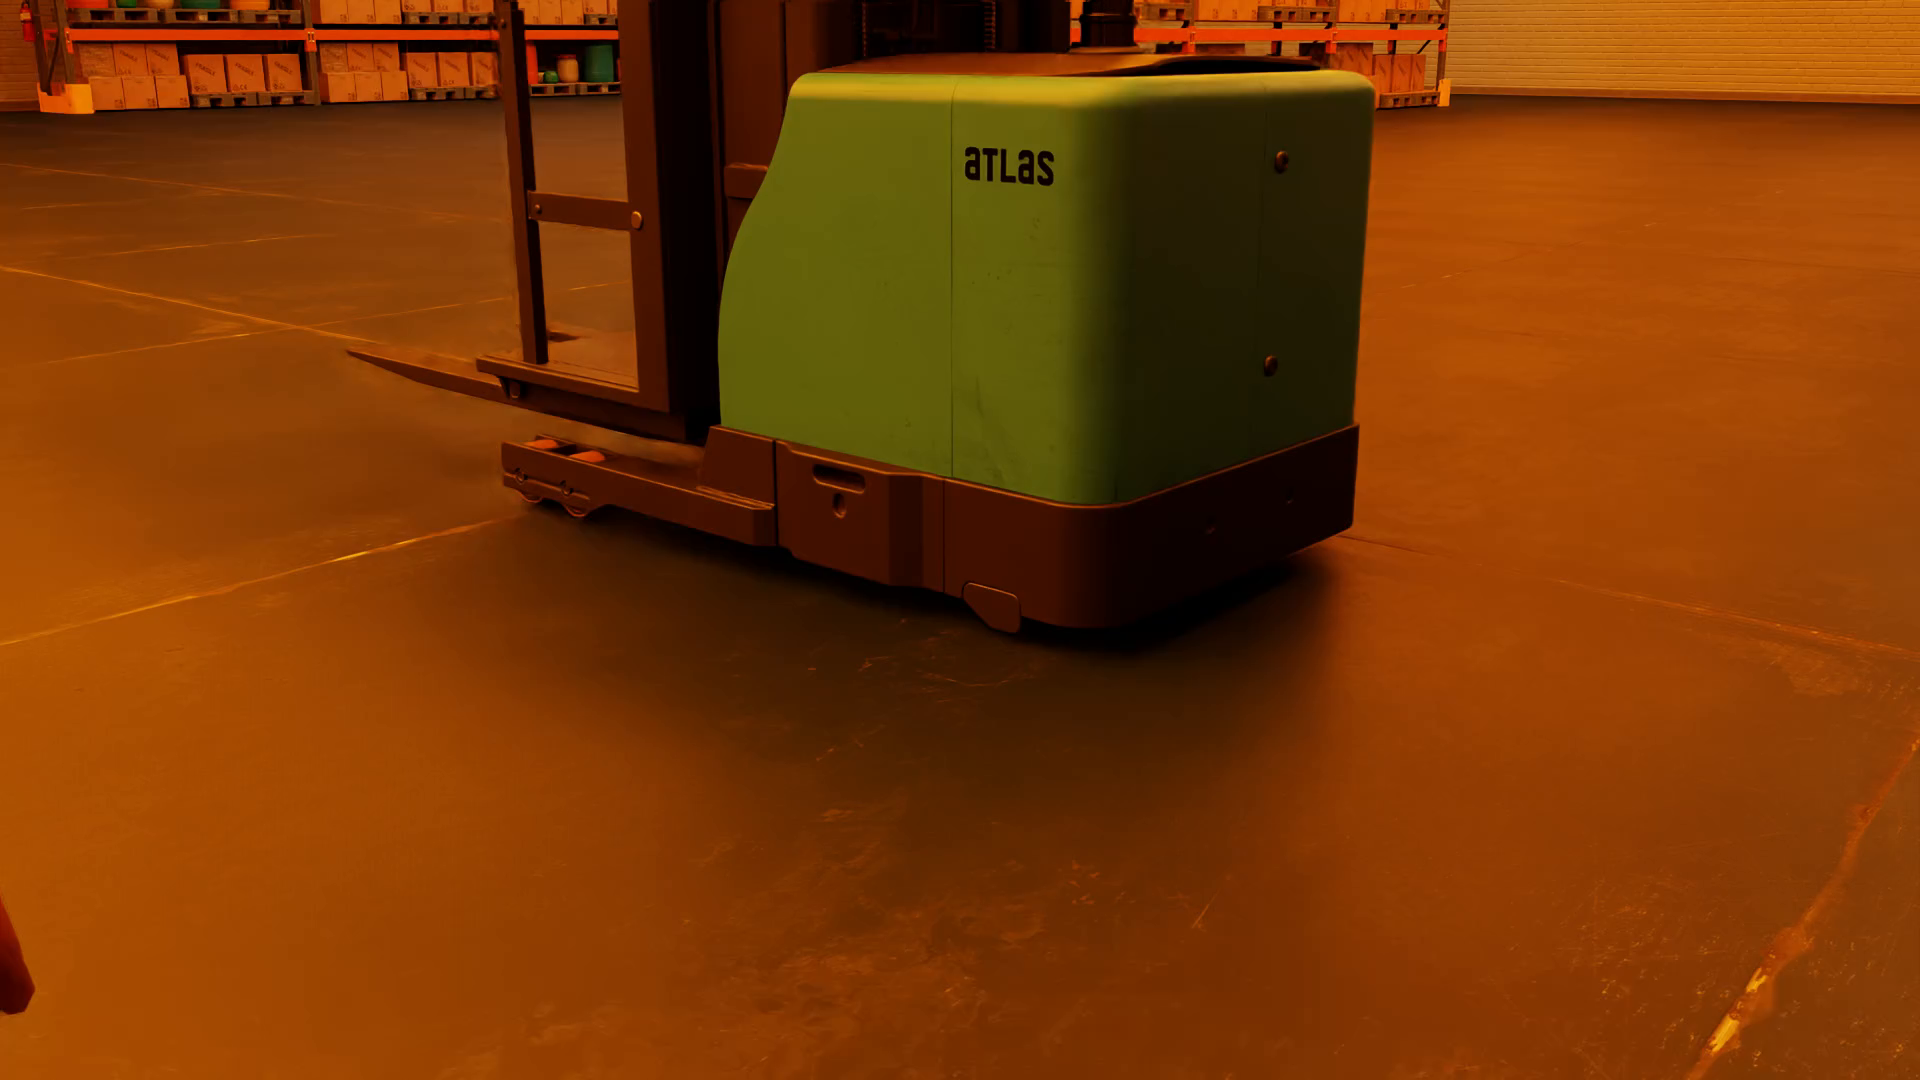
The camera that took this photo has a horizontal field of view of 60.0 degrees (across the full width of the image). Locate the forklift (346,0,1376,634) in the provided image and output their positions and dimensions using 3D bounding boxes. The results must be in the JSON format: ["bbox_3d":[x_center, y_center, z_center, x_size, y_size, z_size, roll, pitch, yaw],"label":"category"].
[{"bbox_3d":[-0.533,-1.557,4.025,3.031,2.935,1.130,14,22,39],"label":"forklift"}]
